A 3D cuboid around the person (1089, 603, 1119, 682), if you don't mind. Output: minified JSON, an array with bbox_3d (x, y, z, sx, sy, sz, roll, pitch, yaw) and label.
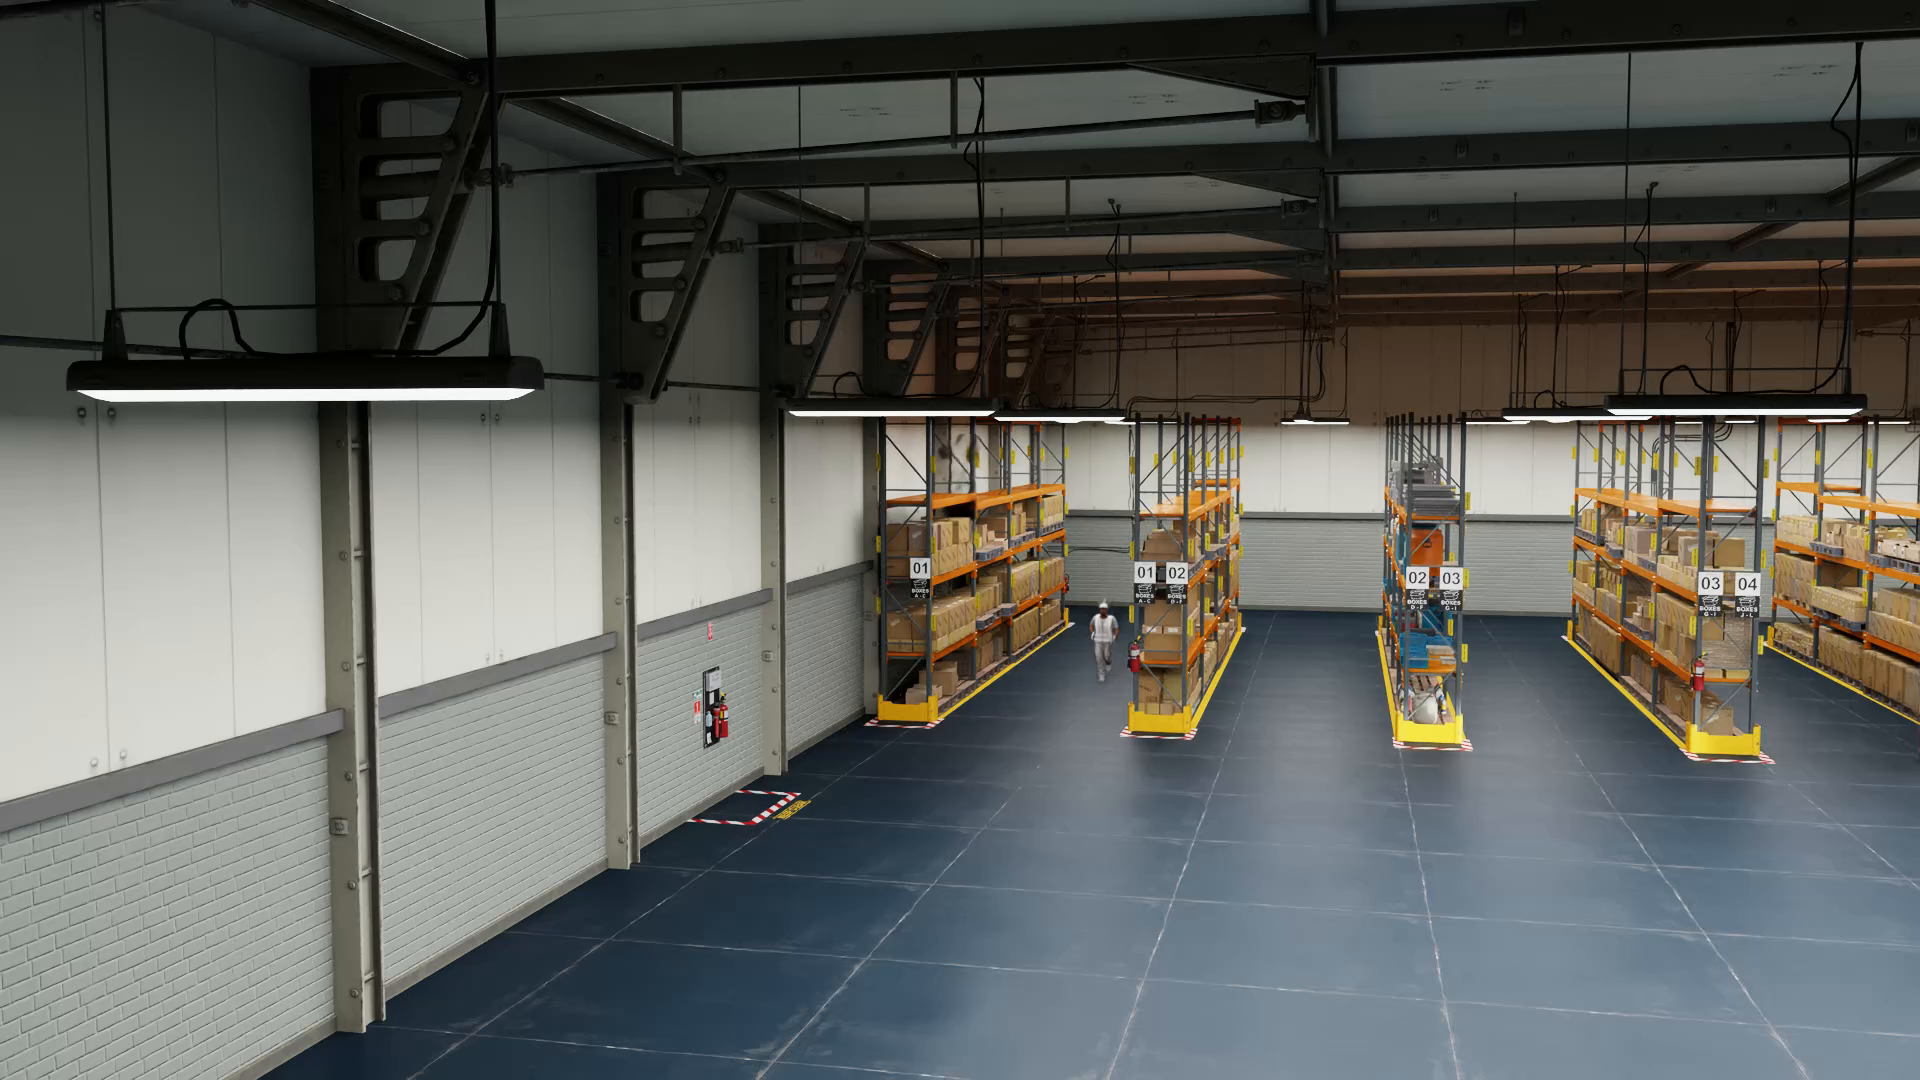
[{"bbox_3d":[3.253,2.305,37.747,0.681,1.759,0.738,1,4,13],"label":"person"}]
